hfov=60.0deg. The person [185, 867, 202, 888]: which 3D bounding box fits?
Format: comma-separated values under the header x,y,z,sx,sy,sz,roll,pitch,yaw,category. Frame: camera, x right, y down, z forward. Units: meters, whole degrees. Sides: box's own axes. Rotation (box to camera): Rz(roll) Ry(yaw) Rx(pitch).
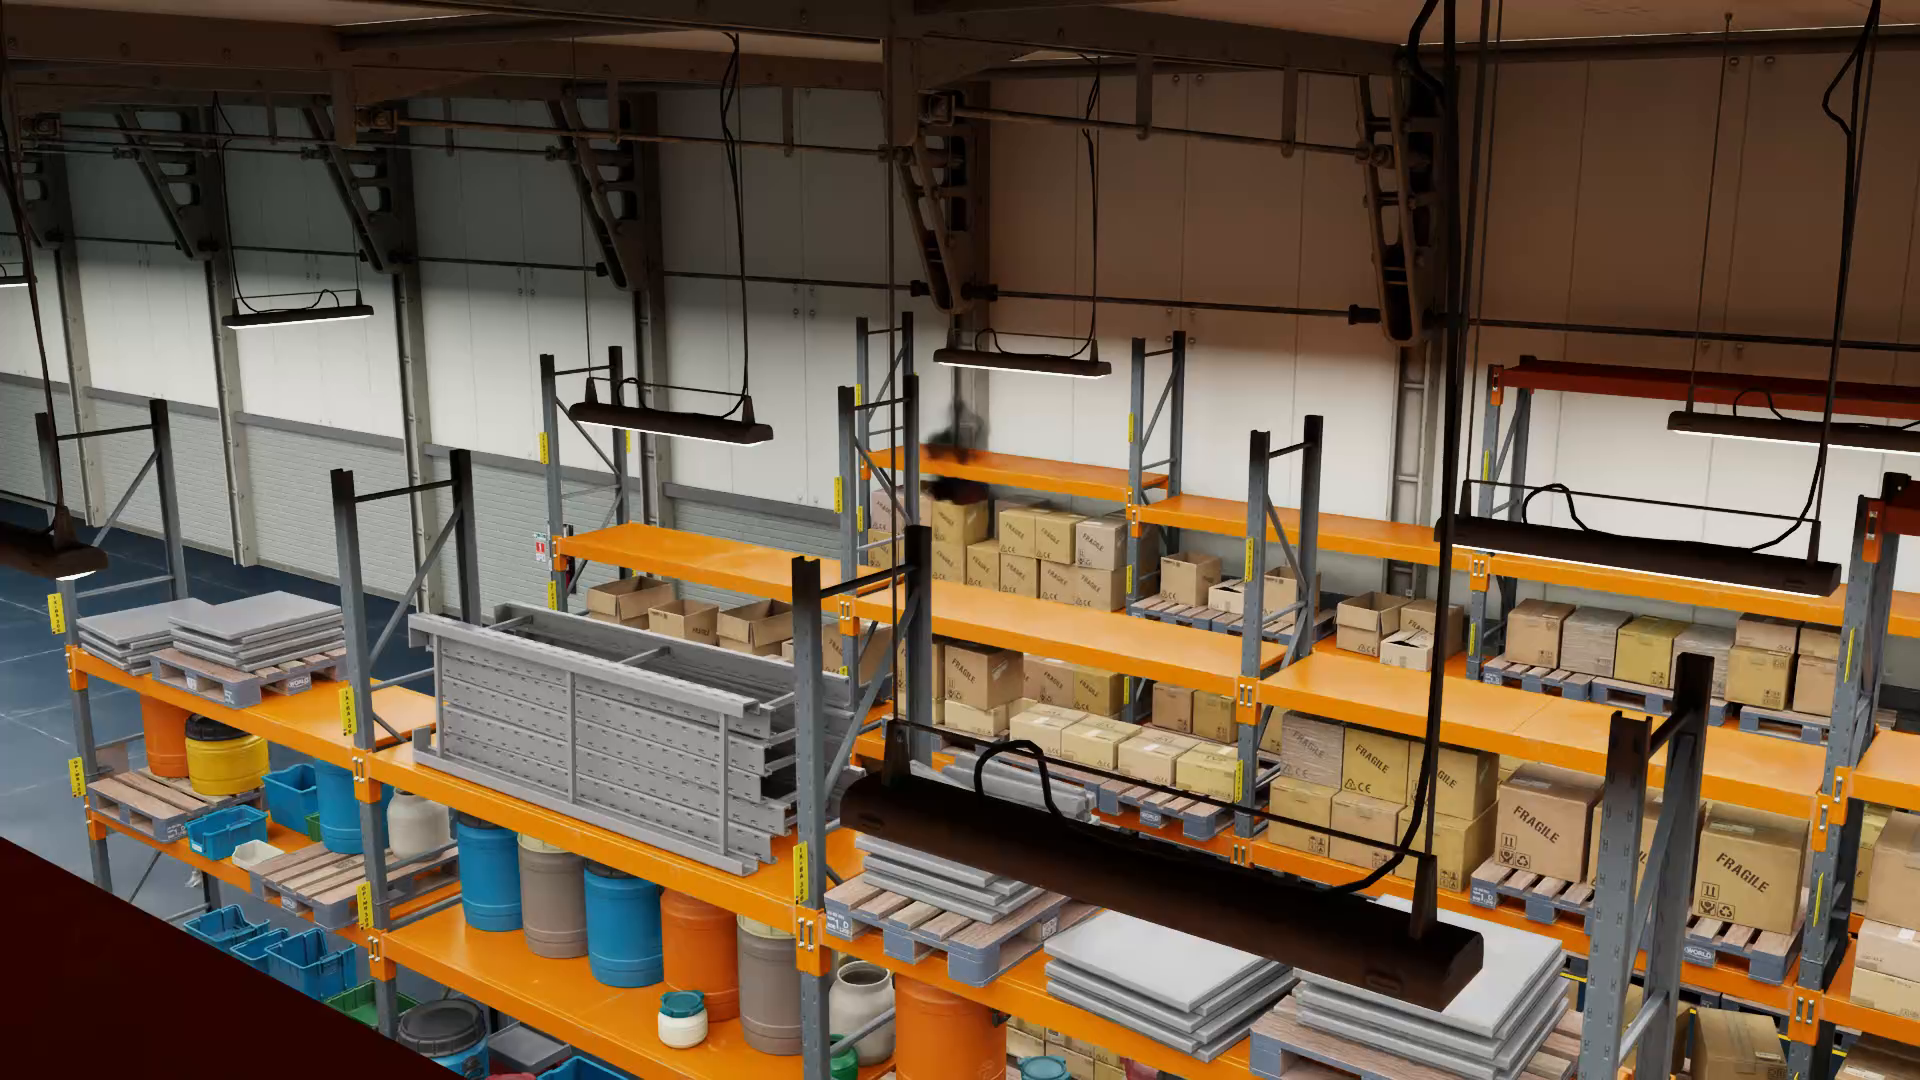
x,y,z,sx,sy,sz,roll,pitch,yaw,category
-8.276,3.051,18.525,0.797,1.619,0.519,-9,16,-35,person
